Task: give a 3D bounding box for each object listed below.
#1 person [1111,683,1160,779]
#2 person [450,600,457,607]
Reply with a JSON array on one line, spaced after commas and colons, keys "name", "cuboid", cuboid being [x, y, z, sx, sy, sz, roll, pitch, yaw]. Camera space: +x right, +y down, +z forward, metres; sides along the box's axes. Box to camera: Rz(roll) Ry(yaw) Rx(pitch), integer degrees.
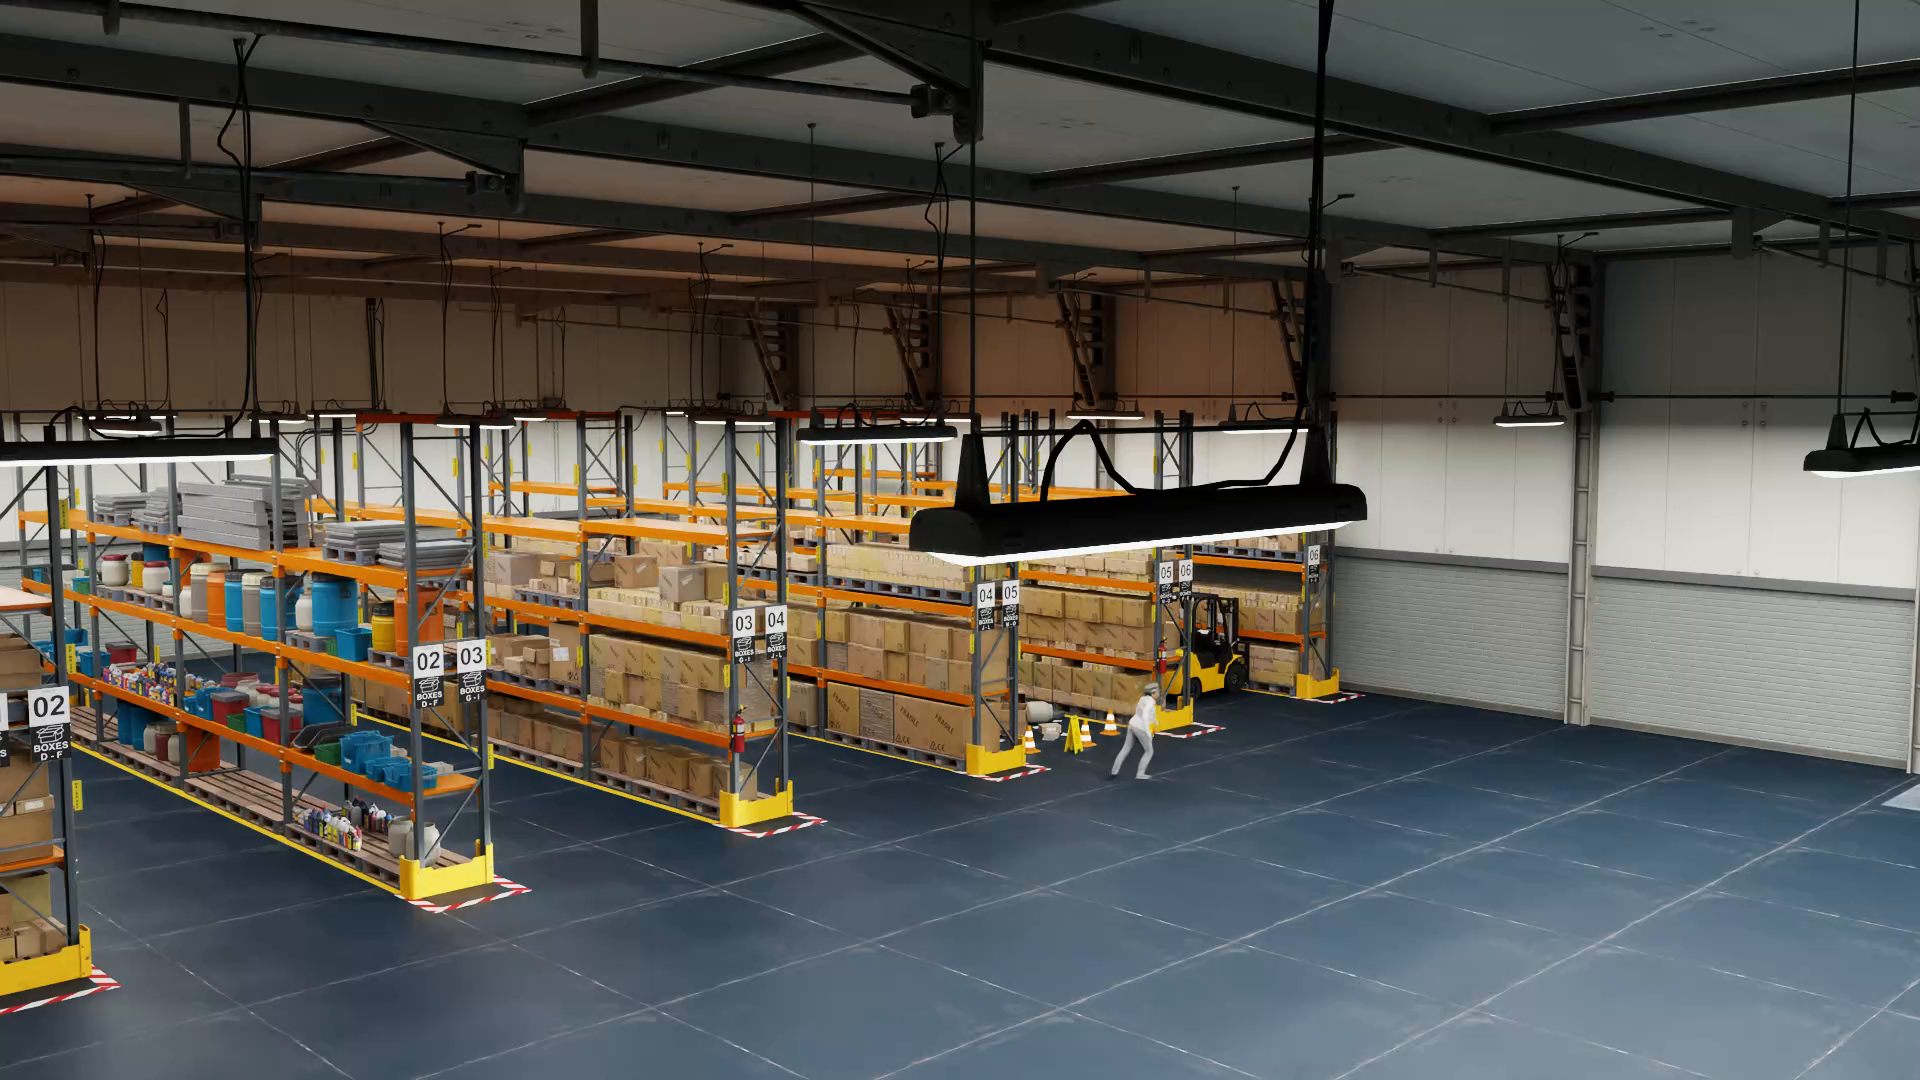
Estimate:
[{"name": "person", "cuboid": [2.941, 3.159, 27.486, 0.851, 1.604, 0.645, -2, 5, -25]}, {"name": "person", "cuboid": [-11.812, 2.180, 38.627, 0.687, 1.607, 0.738, -2, 5, -24]}]
